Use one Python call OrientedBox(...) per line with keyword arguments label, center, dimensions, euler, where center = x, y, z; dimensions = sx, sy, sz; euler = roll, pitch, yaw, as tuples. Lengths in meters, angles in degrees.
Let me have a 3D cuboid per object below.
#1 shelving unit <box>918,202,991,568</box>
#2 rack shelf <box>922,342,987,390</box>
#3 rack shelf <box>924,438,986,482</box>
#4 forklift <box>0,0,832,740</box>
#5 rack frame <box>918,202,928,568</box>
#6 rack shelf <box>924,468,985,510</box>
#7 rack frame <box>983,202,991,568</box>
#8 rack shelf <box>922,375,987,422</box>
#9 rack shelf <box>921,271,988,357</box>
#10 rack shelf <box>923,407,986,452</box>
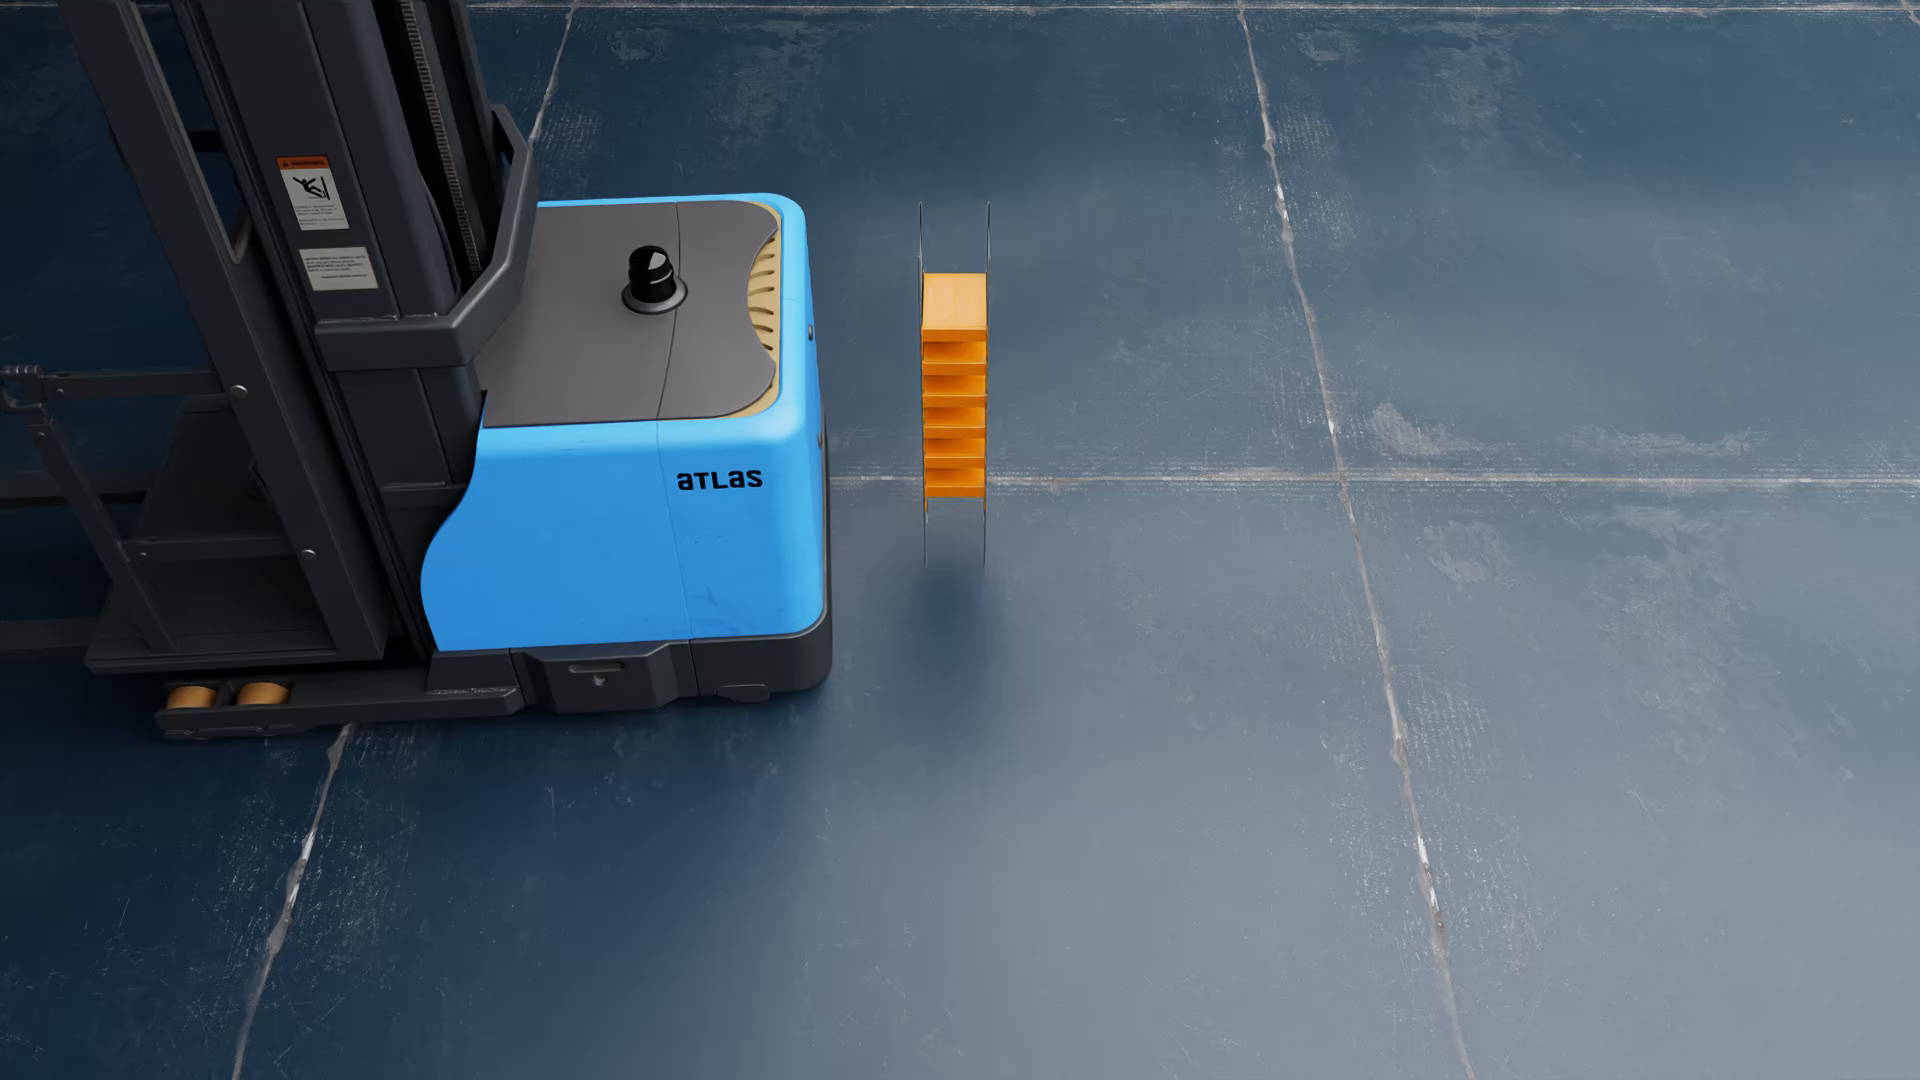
OrientedBox(label="shelving unit", center=(-0.014, -0.409, 4.811), dimensions=(0.189, 1.200, 0.258), euler=(0, 47, 0))
OrientedBox(label="rack shelf", center=(-0.014, -0.542, 4.668), dimensions=(0.180, 0.103, 0.258), euler=(0, 47, 0))
OrientedBox(label="rack shelf", center=(-0.014, -0.297, 4.931), dimensions=(0.180, 0.103, 0.258), euler=(0, 47, 0))
OrientedBox(label="forklift", center=(-1.910, -0.834, 4.024), dimensions=(3.031, 2.935, 1.130), euler=(-3, 47, -3))
OrientedBox(label="rack frame", center=(-0.106, -0.409, 4.811), dimensions=(0.006, 1.200, 0.240), euler=(0, 47, 0))
OrientedBox(label="rack shelf", center=(-0.014, -0.215, 5.019), dimensions=(0.180, 0.103, 0.258), euler=(0, 47, 0))
OrientedBox(label="rack frame", center=(0.077, -0.409, 4.811), dimensions=(0.006, 1.200, 0.240), euler=(0, 47, 0))
OrientedBox(label="rack shelf", center=(-0.014, -0.460, 4.756), dimensions=(0.180, 0.103, 0.258), euler=(0, 47, 0))
OrientedBox(label="rack shelf", center=(-0.014, -0.624, 4.580), dimensions=(0.180, 0.103, 0.258), euler=(0, 47, 0))
OrientedBox(label="rack shelf", center=(-0.014, -0.379, 4.843), dimensions=(0.180, 0.103, 0.258), euler=(0, 47, 0))
